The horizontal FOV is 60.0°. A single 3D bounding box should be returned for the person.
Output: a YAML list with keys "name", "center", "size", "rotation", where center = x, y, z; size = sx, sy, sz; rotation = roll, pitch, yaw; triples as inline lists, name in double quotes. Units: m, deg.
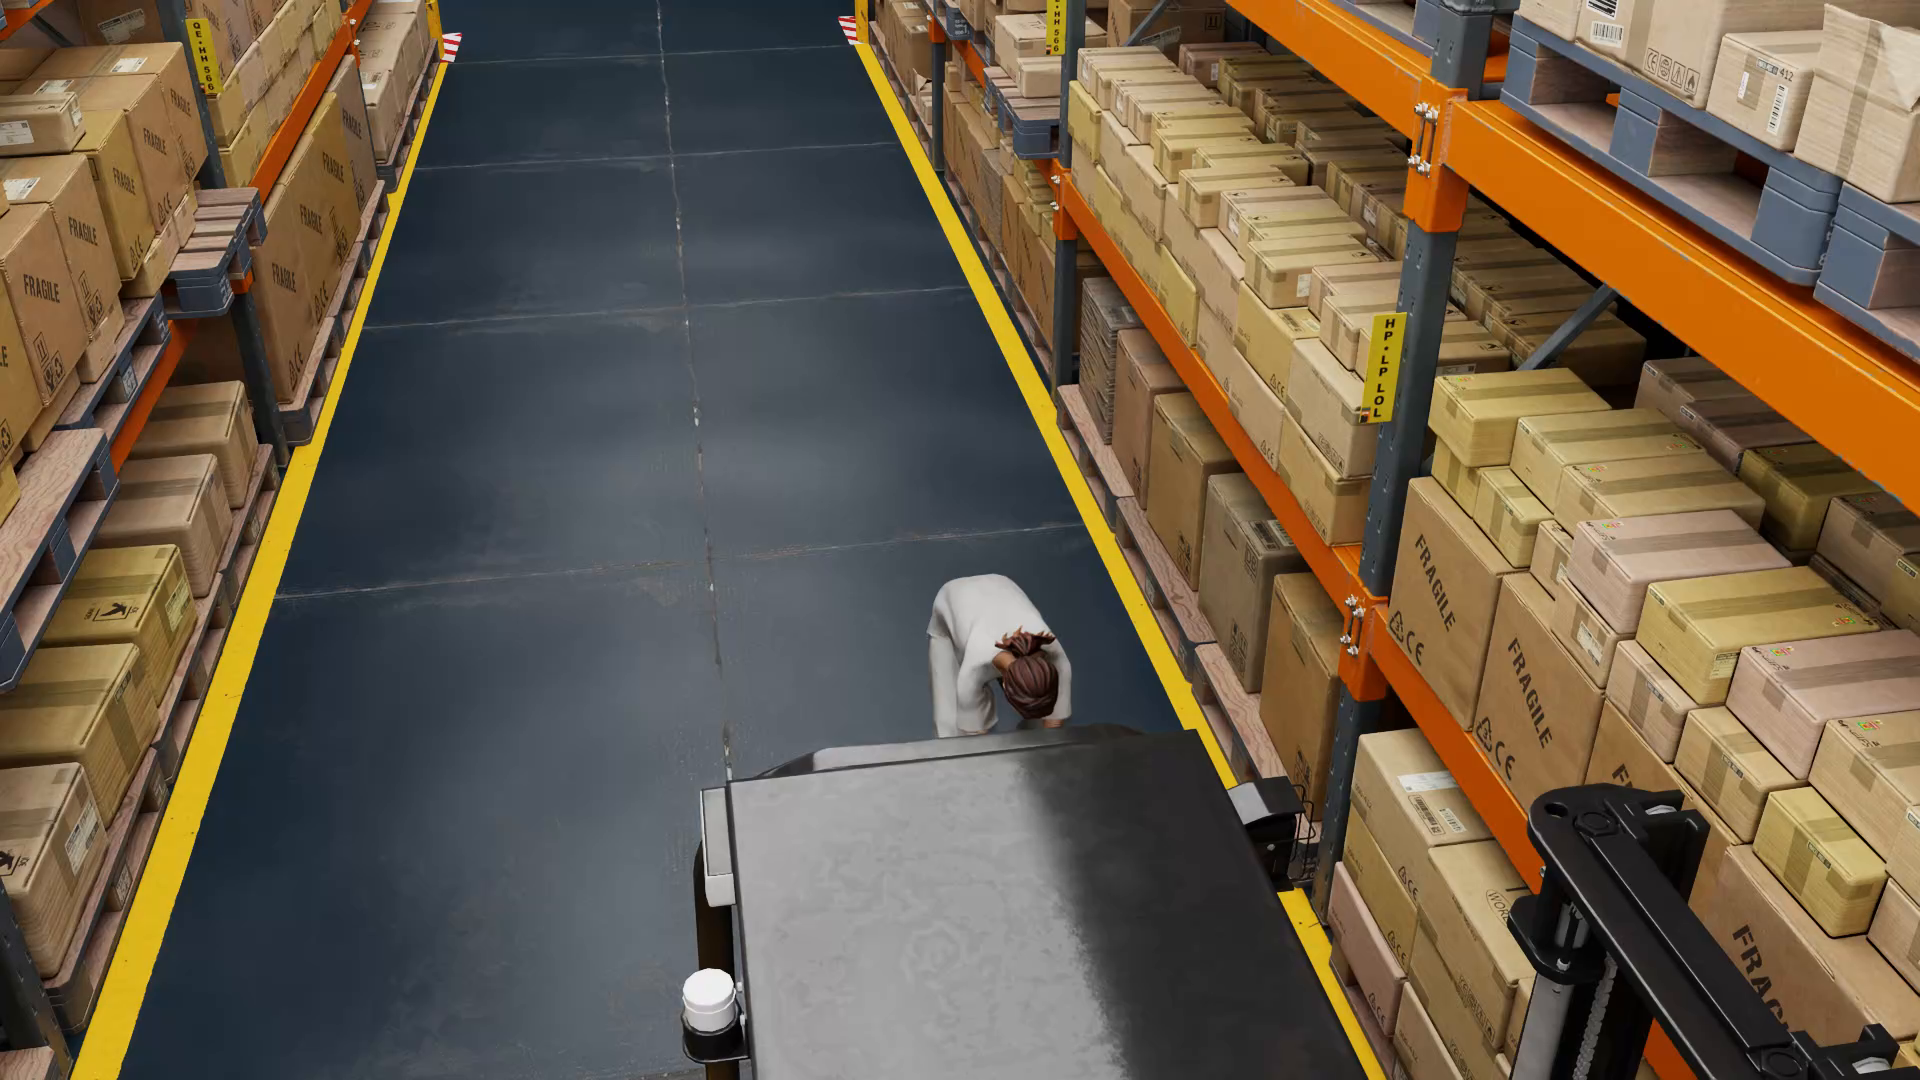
- name: "person"
  center: [0.135, 0.617, 5.762]
  size: [0.460, 0.996, 0.867]
  rotation: [-7, 31, -11]
